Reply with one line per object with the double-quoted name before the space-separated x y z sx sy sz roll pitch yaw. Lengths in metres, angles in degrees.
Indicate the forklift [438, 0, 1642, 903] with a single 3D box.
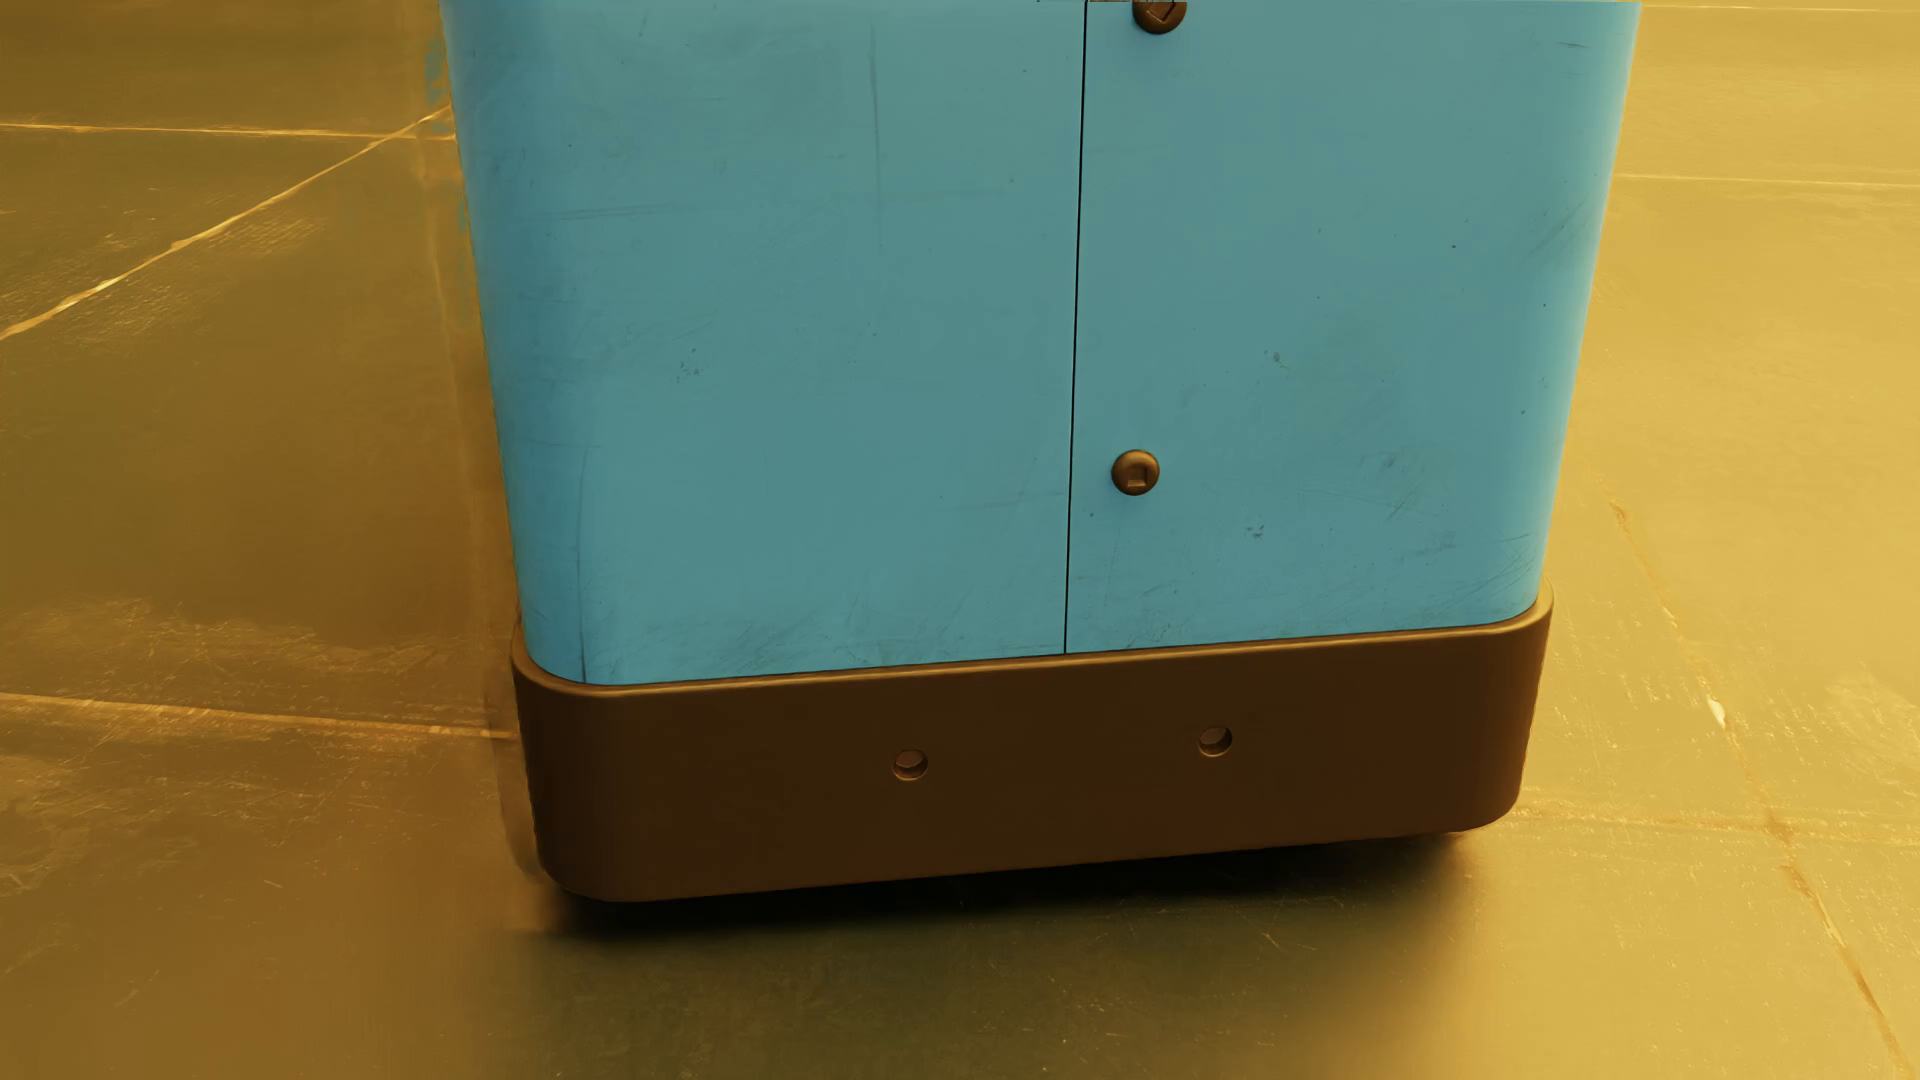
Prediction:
"forklift" -0.105 -1.587 2.398 1.130 2.935 3.031 -4 27 -7
